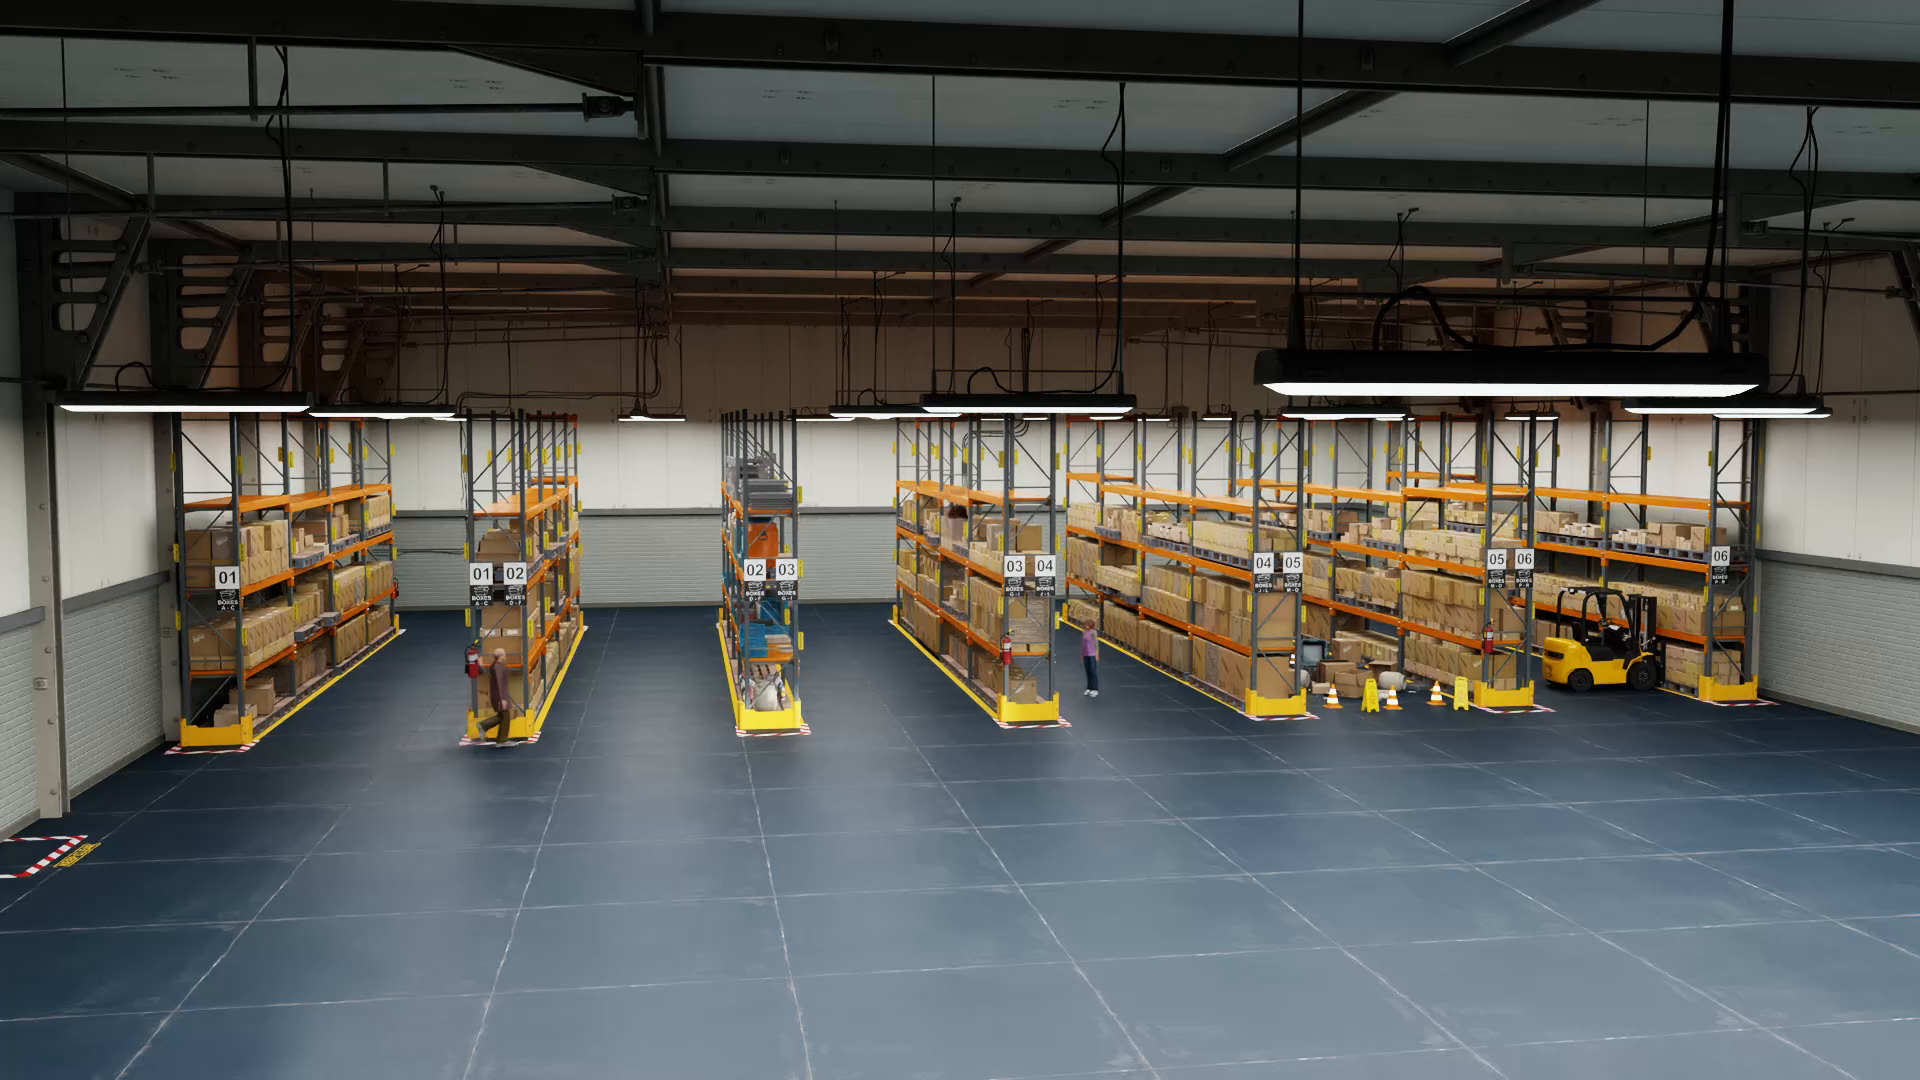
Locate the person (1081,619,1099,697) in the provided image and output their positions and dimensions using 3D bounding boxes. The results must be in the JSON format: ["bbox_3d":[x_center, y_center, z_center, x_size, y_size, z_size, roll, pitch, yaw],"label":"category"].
[{"bbox_3d":[2.738,2.473,35.117,0.396,1.608,0.518,-3,5,-35],"label":"person"}]

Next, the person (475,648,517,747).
[{"bbox_3d":[-8.181,2.782,29.383,0.674,1.753,0.626,-1,4,-11],"label":"person"}]

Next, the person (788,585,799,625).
[{"bbox_3d":[-4.857,1.602,47.467,0.594,1.639,0.575,-2,4,-23],"label":"person"}]
